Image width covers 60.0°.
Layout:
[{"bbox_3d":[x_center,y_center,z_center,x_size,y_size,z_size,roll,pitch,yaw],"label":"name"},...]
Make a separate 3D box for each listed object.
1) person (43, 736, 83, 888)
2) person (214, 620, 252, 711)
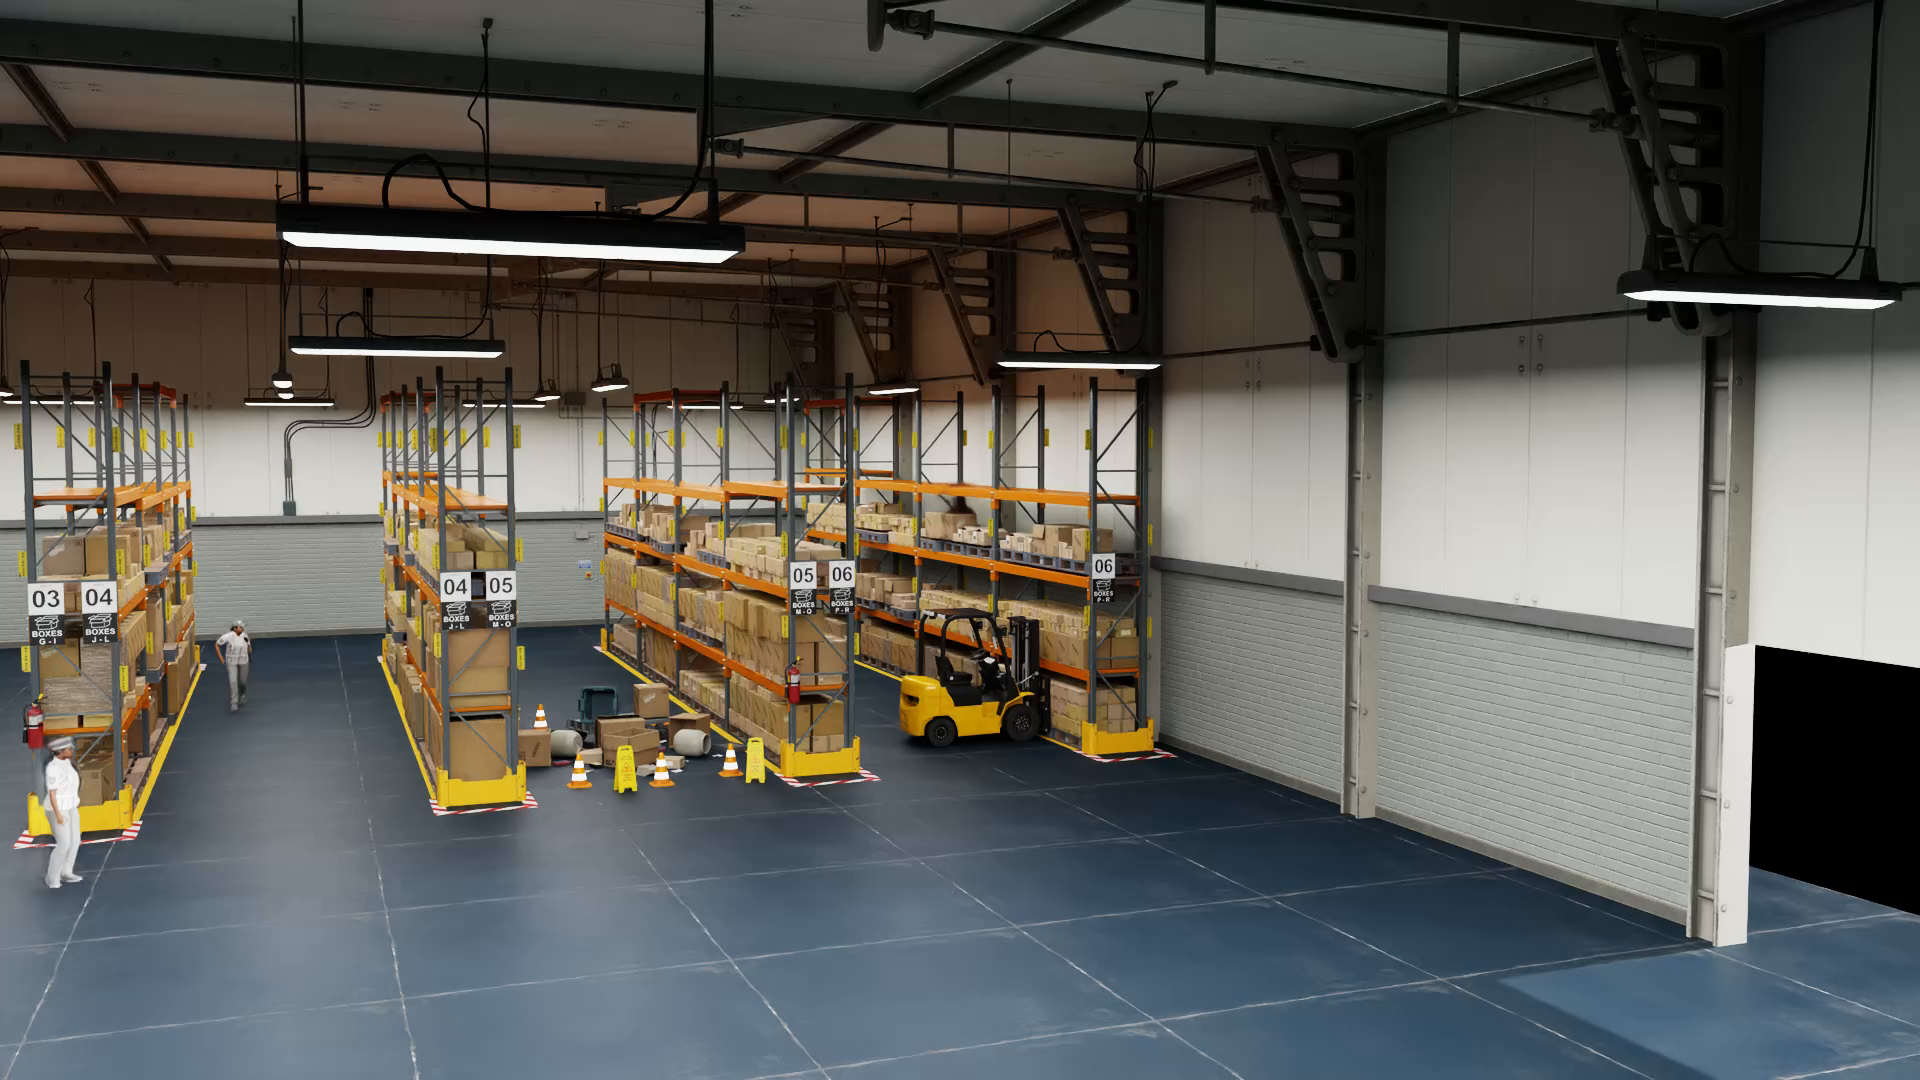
[{"bbox_3d":[-10.136,3.089,18.802,0.360,1.749,0.502,0,3,3],"label":"person"},{"bbox_3d":[-13.491,2.297,30.878,0.632,1.620,1.028,-1,4,-23],"label":"person"}]
